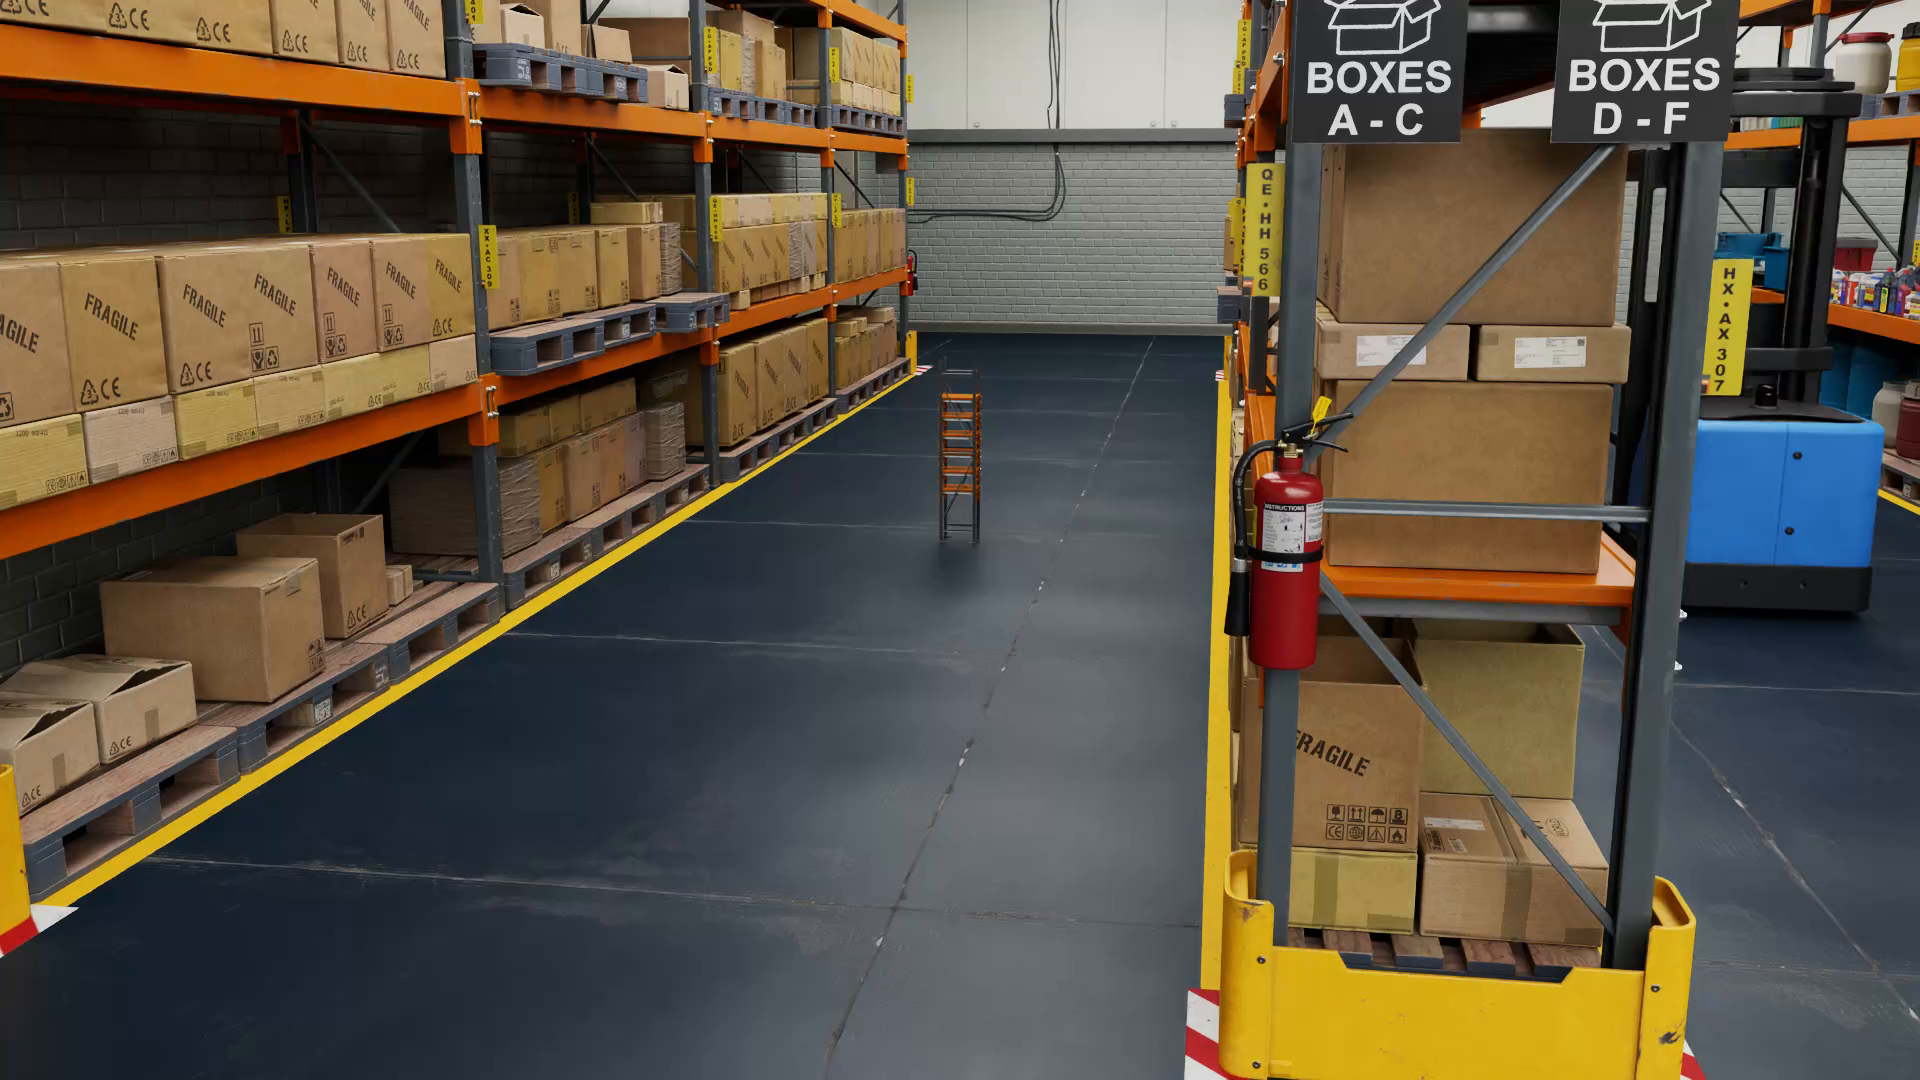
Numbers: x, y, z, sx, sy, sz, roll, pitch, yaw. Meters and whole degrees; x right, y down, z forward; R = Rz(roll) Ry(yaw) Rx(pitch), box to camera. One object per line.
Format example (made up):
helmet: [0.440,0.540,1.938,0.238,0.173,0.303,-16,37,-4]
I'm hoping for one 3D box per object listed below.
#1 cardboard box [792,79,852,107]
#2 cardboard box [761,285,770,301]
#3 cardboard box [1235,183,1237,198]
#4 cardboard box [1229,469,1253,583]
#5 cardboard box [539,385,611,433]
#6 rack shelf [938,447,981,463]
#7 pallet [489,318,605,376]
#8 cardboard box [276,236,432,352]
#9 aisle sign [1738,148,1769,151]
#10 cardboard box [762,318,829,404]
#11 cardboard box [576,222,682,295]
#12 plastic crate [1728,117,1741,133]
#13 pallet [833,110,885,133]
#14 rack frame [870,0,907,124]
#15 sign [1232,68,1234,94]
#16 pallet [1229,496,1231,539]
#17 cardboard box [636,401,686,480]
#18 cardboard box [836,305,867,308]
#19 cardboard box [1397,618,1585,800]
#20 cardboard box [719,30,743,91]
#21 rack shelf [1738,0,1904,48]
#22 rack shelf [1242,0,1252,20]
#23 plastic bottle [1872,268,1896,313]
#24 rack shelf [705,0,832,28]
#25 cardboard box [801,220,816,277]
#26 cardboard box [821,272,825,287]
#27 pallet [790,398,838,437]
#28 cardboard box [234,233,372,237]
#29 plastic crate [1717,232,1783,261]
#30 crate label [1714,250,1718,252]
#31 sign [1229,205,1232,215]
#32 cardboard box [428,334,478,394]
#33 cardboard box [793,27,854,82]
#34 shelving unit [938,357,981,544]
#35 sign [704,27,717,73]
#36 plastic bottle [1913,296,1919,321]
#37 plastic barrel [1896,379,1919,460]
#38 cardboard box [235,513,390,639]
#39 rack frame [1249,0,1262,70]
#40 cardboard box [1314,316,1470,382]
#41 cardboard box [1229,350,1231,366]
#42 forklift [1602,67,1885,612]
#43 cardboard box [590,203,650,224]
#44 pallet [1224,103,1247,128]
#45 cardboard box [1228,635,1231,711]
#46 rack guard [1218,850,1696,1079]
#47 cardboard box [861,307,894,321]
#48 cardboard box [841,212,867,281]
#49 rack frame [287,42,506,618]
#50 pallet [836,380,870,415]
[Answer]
cardboard box: [-1.389,-4.509,16.796,0.500,0.250,0.500,2,12,8]
cardboard box: [-1.866,-2.161,14.451,0.380,0.149,0.250,2,12,9]
cardboard box: [3.426,-3.853,19.141,0.500,0.500,0.500,2,12,10]
cardboard box: [1.529,-0.043,7.821,0.500,0.500,0.500,2,12,9]
cardboard box: [-2.654,-0.878,11.056,0.500,0.250,0.500,2,12,8]
rack shelf: [-0.002,-0.540,10.862,0.258,0.103,0.180,2,12,9]
pallet: [-2.725,-1.122,9.533,1.003,0.211,1.213,2,12,9]
cardboard box: [-2.824,-1.151,7.745,0.500,0.500,0.500,2,12,8]
aisle sign: [8.949,-4.514,18.649,0.394,0.787,0.004,2,12,9]
cardboard box: [-1.727,-1.741,16.058,0.750,0.750,0.750,2,12,9]
cardboard box: [-2.433,-2.059,12.148,0.700,0.500,0.500,0,12,2]
plastic crate: [8.142,-4.365,17.154,0.504,0.338,0.767,2,12,9]
pallet: [-1.429,-4.572,18.181,1.003,0.211,1.213,2,12,9]
rack frame: [-1.140,-6.492,19.755,1.000,3.000,0.127,2,12,9]
sign: [3.219,-5.310,19.319,0.100,0.325,0.005,2,12,9]
pallet: [2.359,-0.201,11.423,1.003,0.211,1.213,2,12,9]
cardboard box: [-2.430,-0.735,12.174,0.700,0.500,0.500,2,12,9]
cardboard box: [-1.328,-2.743,19.998,0.380,0.149,0.250,2,12,9]
cardboard box: [1.672,0.495,5.326,0.500,0.500,0.500,2,12,9]
cardboard box: [-2.225,-3.953,13.816,0.700,0.500,0.500,3,12,12]
rack shelf: [8.341,-5.207,16.452,1.077,0.370,4.000,2,12,9]
rack shelf: [2.832,-4.536,13.336,1.077,0.370,4.000,2,12,9]
plastic bottle: [7.350,-1.982,13.189,0.144,0.351,0.185,2,12,9]
rack shelf: [-2.063,-4.695,14.078,1.077,0.370,4.000,2,12,9]
cardboard box: [-1.646,-2.720,15.502,0.500,0.500,0.500,2,12,9]
cardboard box: [-1.528,-2.534,16.179,0.380,0.149,0.250,2,12,9]
pallet: [-1.800,-1.200,16.061,1.003,0.211,1.213,2,12,9]
cardboard box: [-3.265,-1.273,8.308,0.500,0.500,0.500,2,12,7]
plastic crate: [8.782,-3.209,18.536,0.616,0.435,0.499,2,12,9]
crate label: [8.286,-3.145,18.720,0.416,0.233,0.303,2,12,9]
sign: [2.602,-3.006,15.765,0.100,0.325,0.005,2,12,9]
cardboard box: [-2.759,-0.889,8.307,0.500,0.250,0.500,2,12,9]
cardboard box: [-1.369,-4.879,16.736,0.500,0.500,0.500,2,12,8]
shelving unit: [-0.002,-0.584,10.853,0.258,1.200,0.189,2,12,9]
sign: [-1.835,-3.595,12.206,0.100,0.325,0.005,2,12,9]
plastic bottle: [7.205,-1.746,12.448,0.097,0.201,0.097,0,12,0]
plastic barrel: [7.651,-0.937,12.946,0.600,0.588,0.708,2,12,9]
cardboard box: [-3.106,0.163,8.005,0.500,0.500,0.500,1,12,4]
rack frame: [2.525,-4.667,11.287,1.000,3.000,0.127,2,12,9]
cardboard box: [1.165,-0.520,4.510,0.380,0.149,0.250,2,12,8]
cardboard box: [3.237,-1.958,18.441,0.500,0.250,0.500,2,12,9]
forklift: [4.564,-1.308,10.105,1.130,2.935,3.031,2,12,8]
cardboard box: [-2.429,-2.334,11.884,0.380,0.149,0.250,0,12,-1]
pallet: [2.970,-3.807,14.867,1.213,0.211,1.003,2,12,9]
cardboard box: [1.375,0.532,6.934,0.500,0.250,0.500,2,12,9]
rack guard: [1.291,1.158,4.431,1.175,0.500,0.348,2,12,9]
cardboard box: [-0.989,-2.678,19.695,0.380,0.149,0.250,2,12,8]
cardboard box: [-1.538,-3.137,17.718,0.980,0.700,0.700,2,12,7]
rack frame: [-2.986,-1.061,8.796,1.000,3.000,0.127,2,12,9]
pallet: [-1.561,-1.519,17.540,1.003,0.211,1.213,2,12,9]
